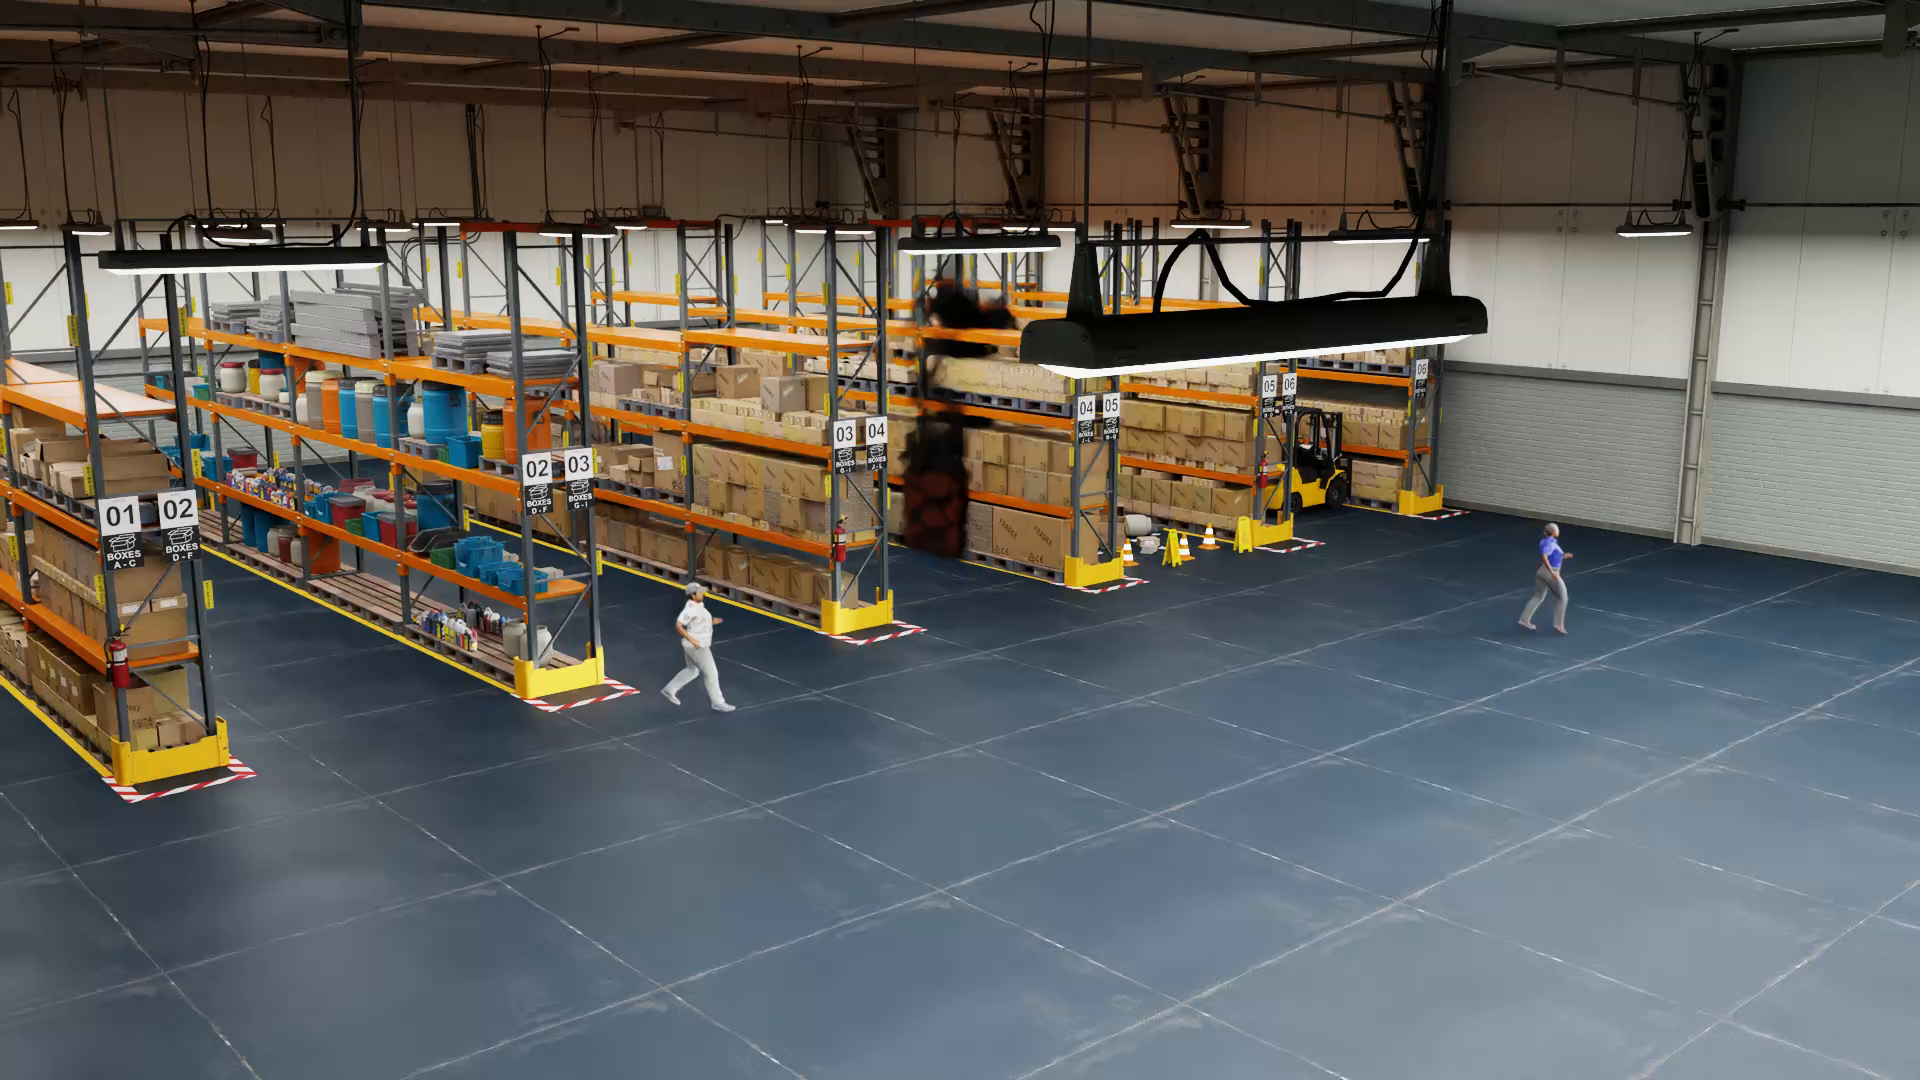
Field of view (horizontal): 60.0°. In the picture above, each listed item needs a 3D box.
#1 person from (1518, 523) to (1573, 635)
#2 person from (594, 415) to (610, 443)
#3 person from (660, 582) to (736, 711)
[{"bbox_3d":[8.751,0.590,24.769,0.777,1.718,0.547,-2,12,-11],"label":"person"},{"bbox_3d":[-8.094,-1.970,37.250,0.936,1.778,0.714,11,16,42],"label":"person"},{"bbox_3d":[-3.321,1.341,20.935,0.942,1.654,0.605,-2,12,-8],"label":"person"}]
